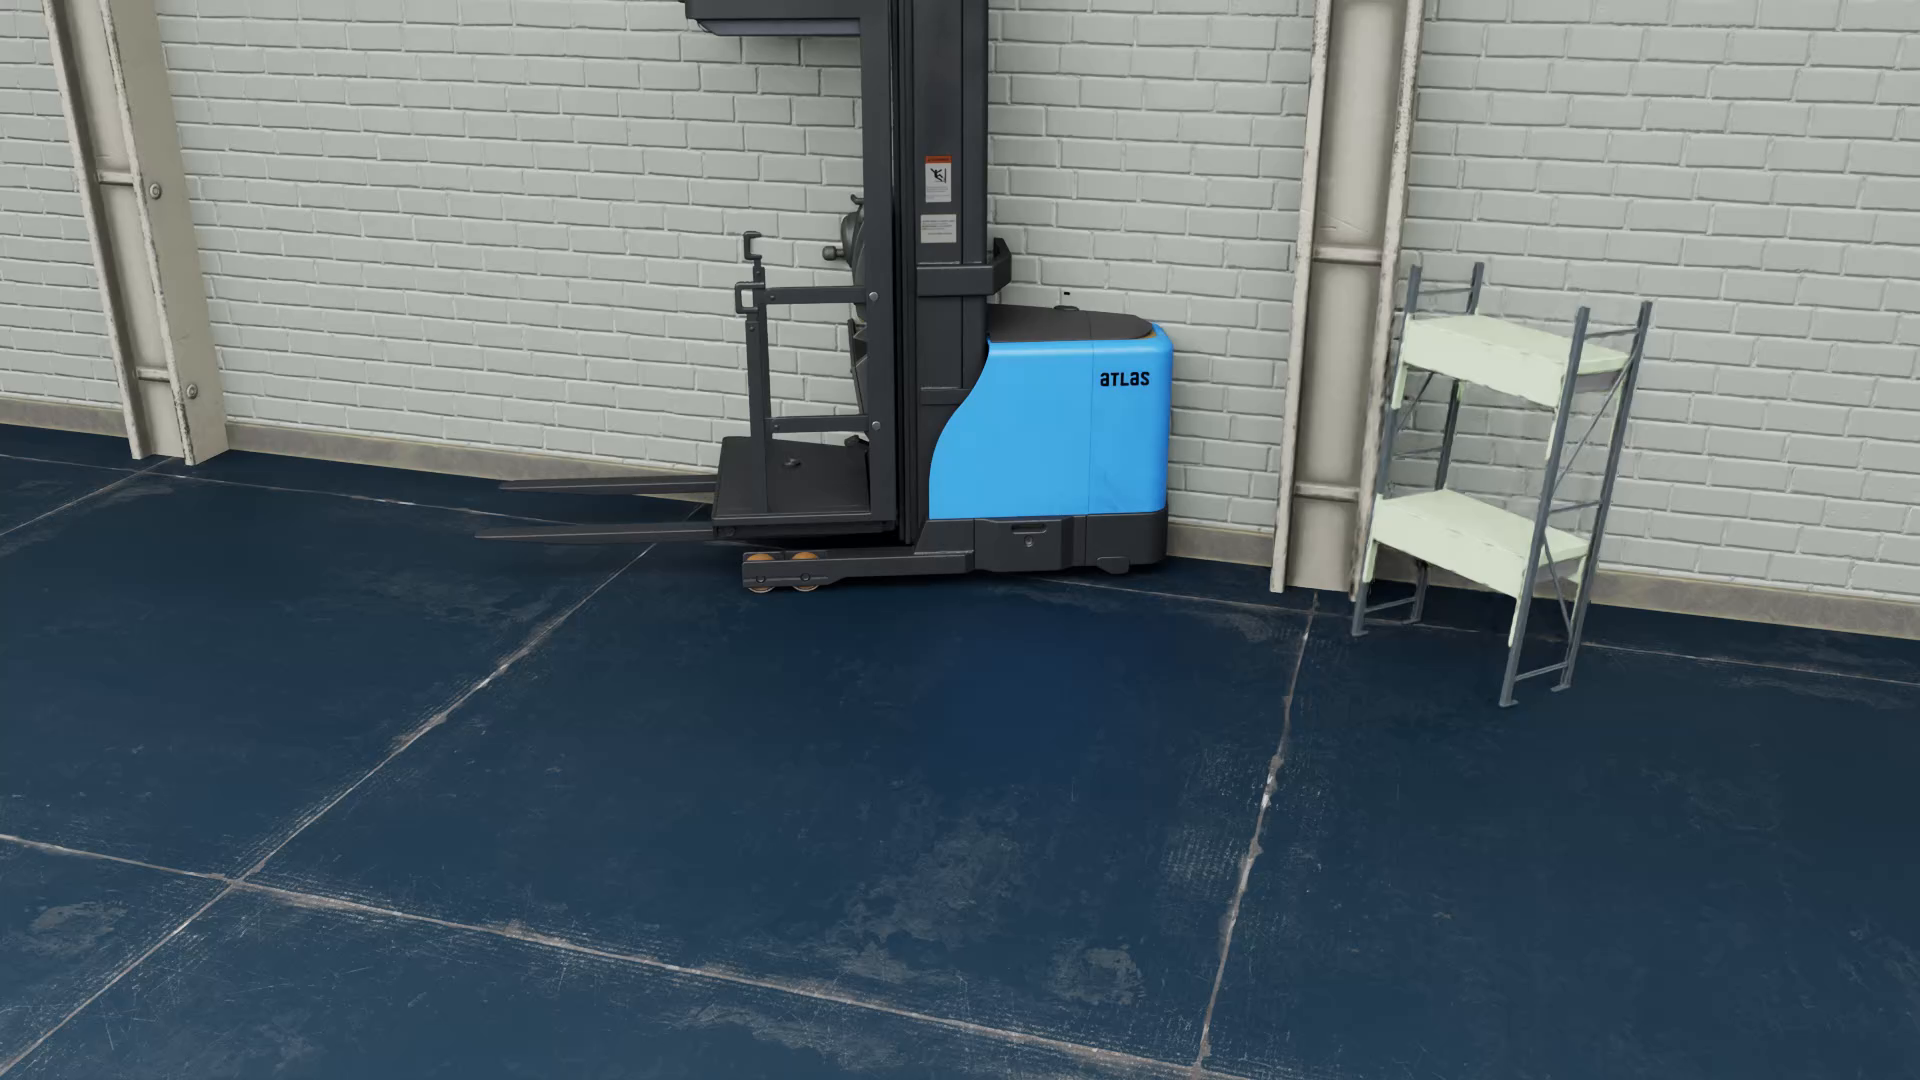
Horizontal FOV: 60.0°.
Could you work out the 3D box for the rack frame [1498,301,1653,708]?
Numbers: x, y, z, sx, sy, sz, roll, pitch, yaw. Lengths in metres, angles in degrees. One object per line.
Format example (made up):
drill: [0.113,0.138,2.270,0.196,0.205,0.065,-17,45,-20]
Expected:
rack frame: [2.223,-0.114,6.024,0.400,1.500,0.023,-9,24,-34]

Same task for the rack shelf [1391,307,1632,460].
rack shelf: [2.043,-0.595,6.171,0.431,0.370,0.720,-9,24,-34]

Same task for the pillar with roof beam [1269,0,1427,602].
pillar with roof beam: [0.336,-2.410,1.788,0.400,9.000,9.100,7,23,16]

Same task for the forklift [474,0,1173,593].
forklift: [-0.627,-1.336,7.165,3.031,2.935,1.130,-2,22,-4]

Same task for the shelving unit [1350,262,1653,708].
shelving unit: [2.014,-0.228,6.301,0.431,1.500,0.755,-9,24,-34]

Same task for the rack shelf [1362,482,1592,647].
rack shelf: [1.989,0.078,6.409,0.431,0.370,0.720,-9,24,-34]

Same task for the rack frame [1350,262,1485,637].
rack frame: [1.804,-0.343,6.578,0.400,1.500,0.023,-9,24,-34]

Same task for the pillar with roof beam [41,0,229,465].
pillar with roof beam: [-5.408,-3.068,3.391,0.400,9.000,9.100,7,23,16]
